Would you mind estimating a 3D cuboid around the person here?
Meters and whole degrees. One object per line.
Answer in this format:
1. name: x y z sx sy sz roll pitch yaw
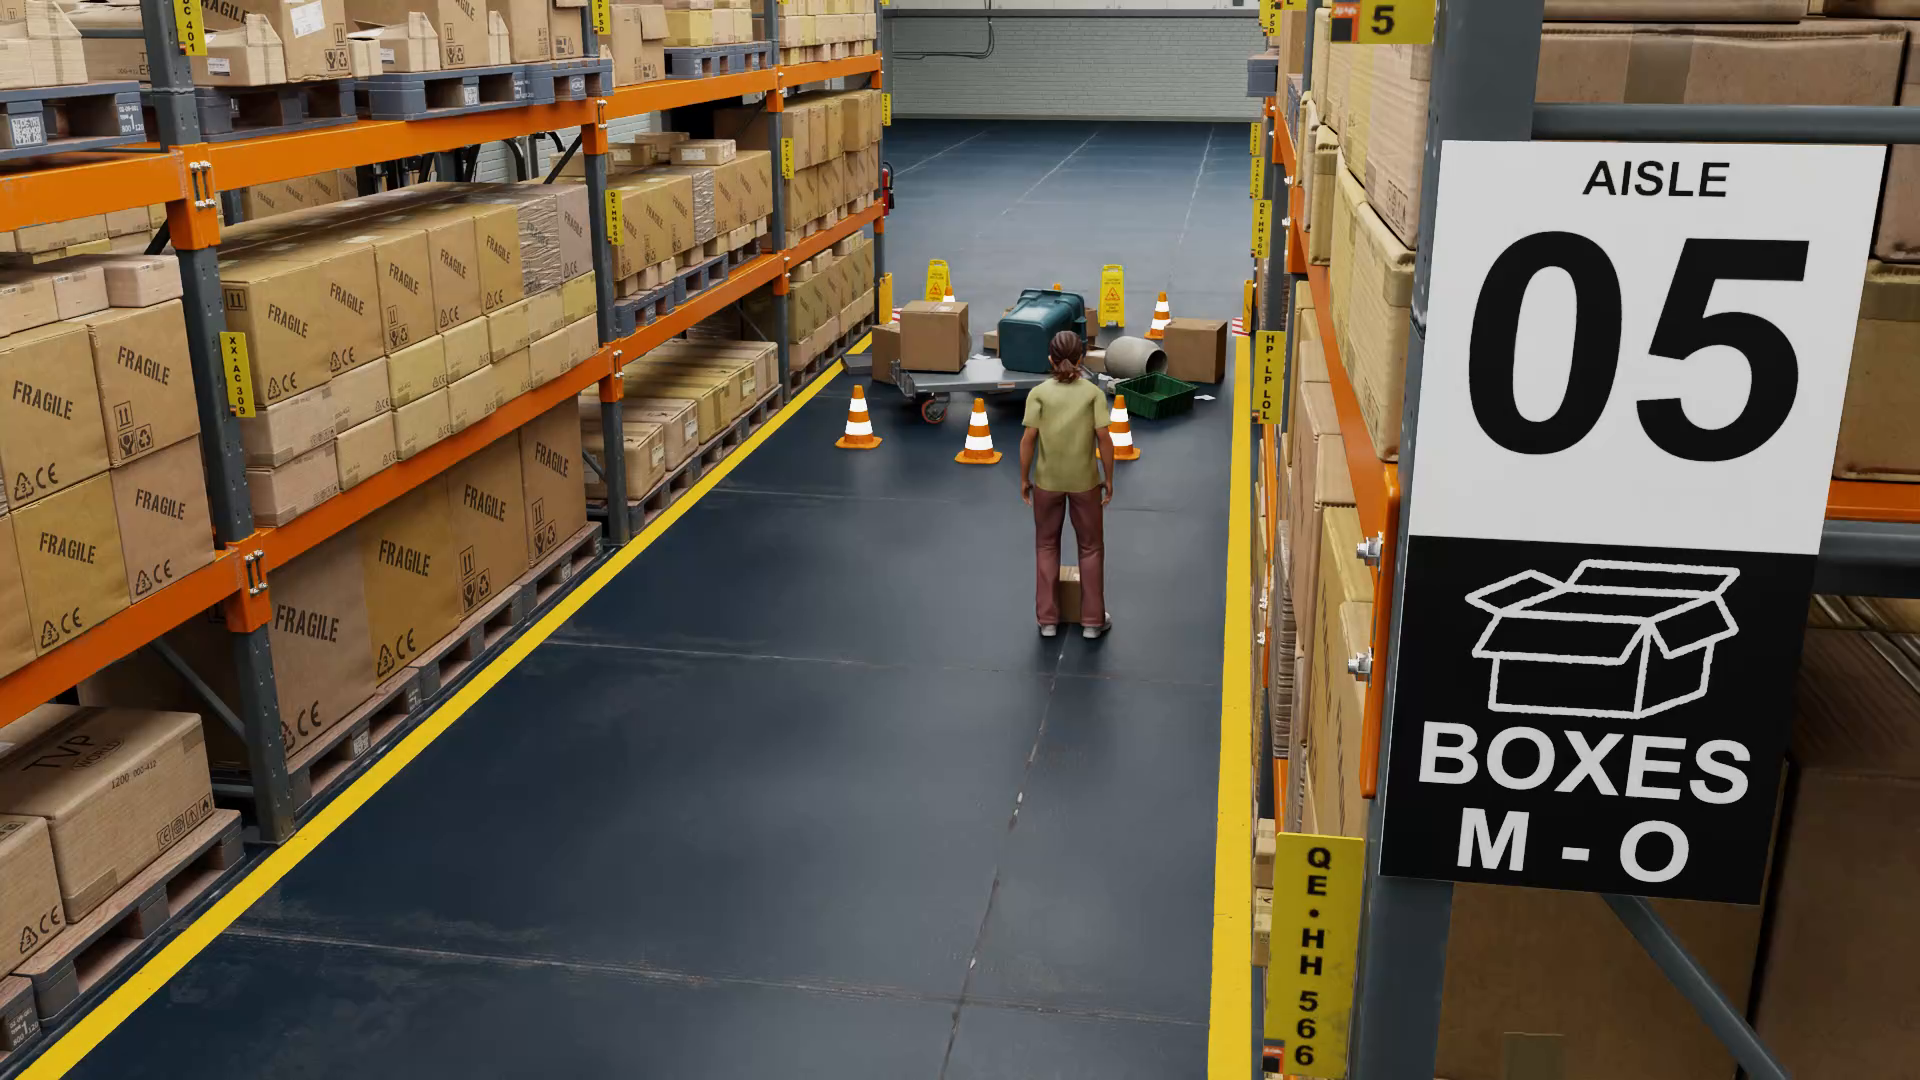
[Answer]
1. person: 0.582 -0.285 8.972 0.517 1.651 0.348 2 18 5
